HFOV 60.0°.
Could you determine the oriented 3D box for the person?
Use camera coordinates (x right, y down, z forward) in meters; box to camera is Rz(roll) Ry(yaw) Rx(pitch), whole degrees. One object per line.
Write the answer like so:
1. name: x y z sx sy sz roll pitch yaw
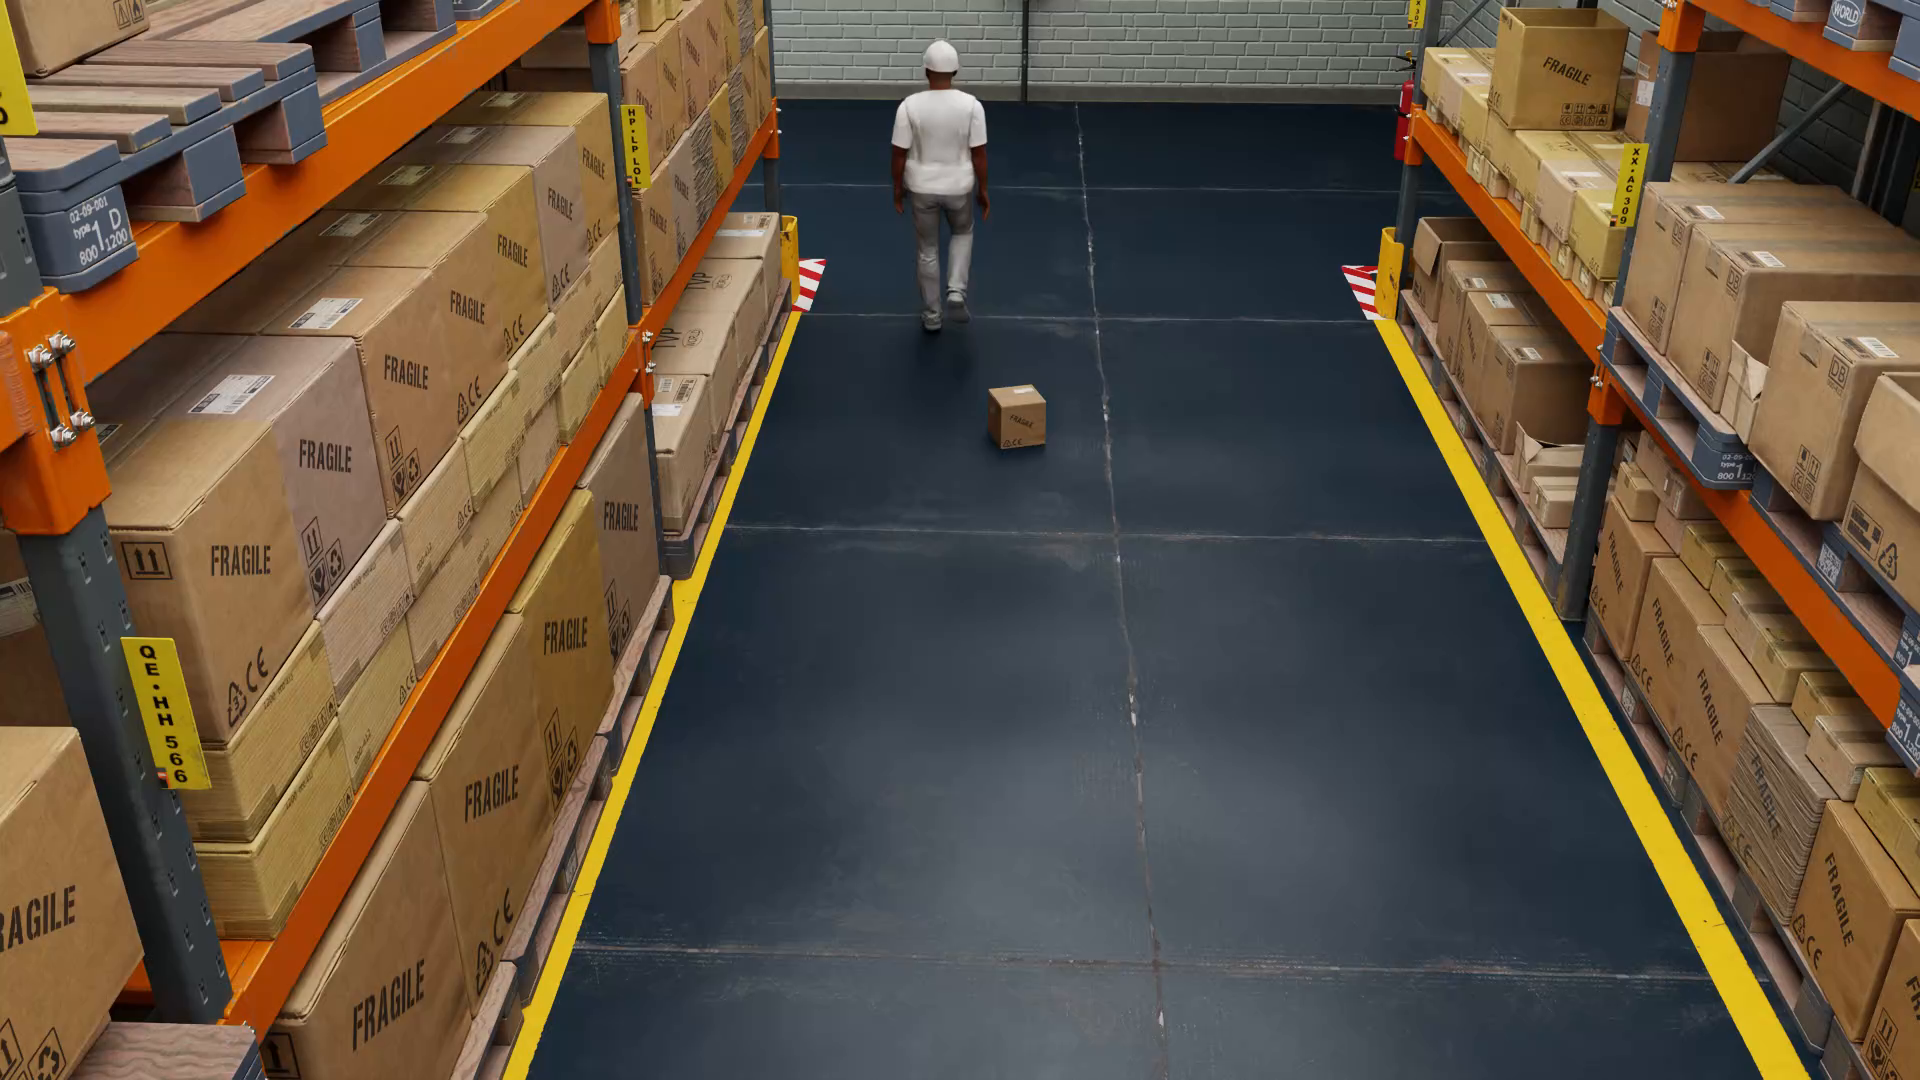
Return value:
1. person: -0.119 -2.159 10.135 0.598 1.756 0.470 -1 28 -2
